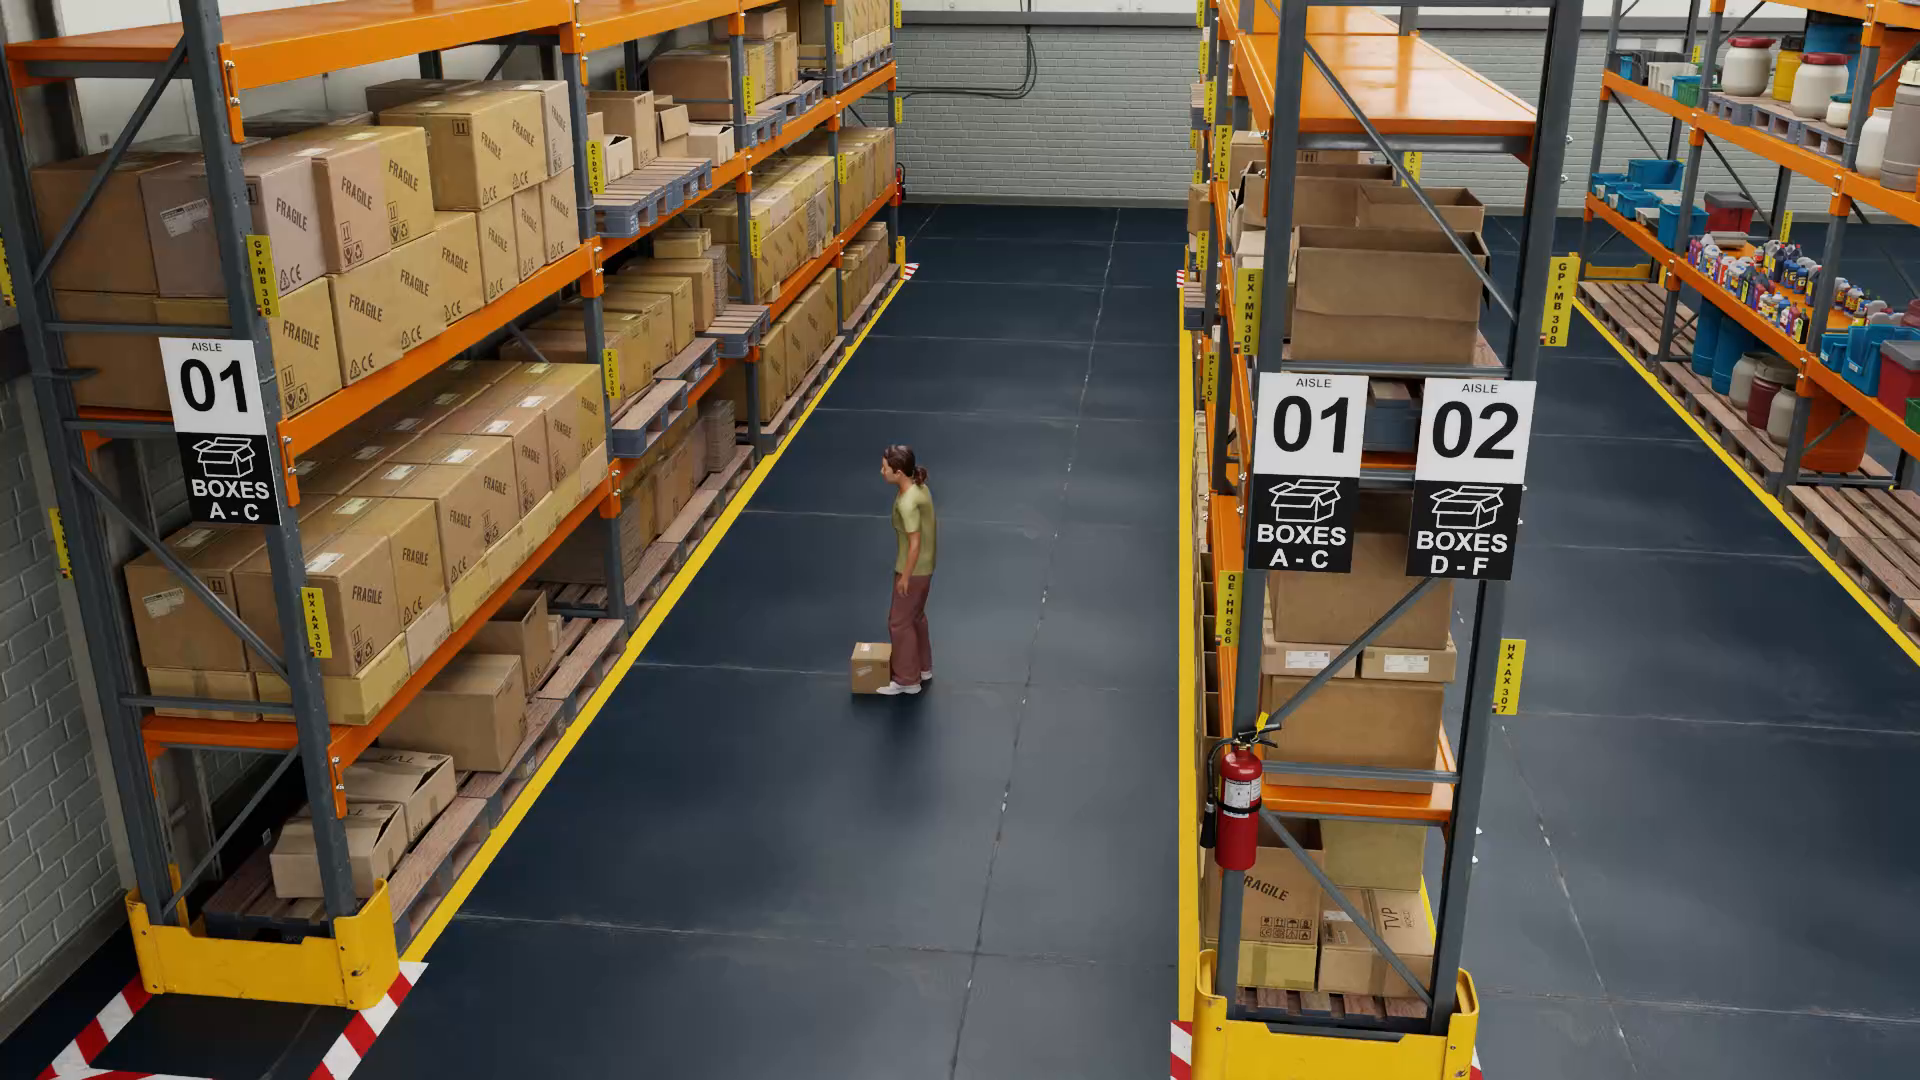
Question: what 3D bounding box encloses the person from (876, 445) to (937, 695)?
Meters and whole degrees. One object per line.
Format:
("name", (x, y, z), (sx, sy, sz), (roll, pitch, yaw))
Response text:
("person", (-0.351, 0.185, 10.609), (0.407, 1.673, 0.515), (2, 21, 4))
